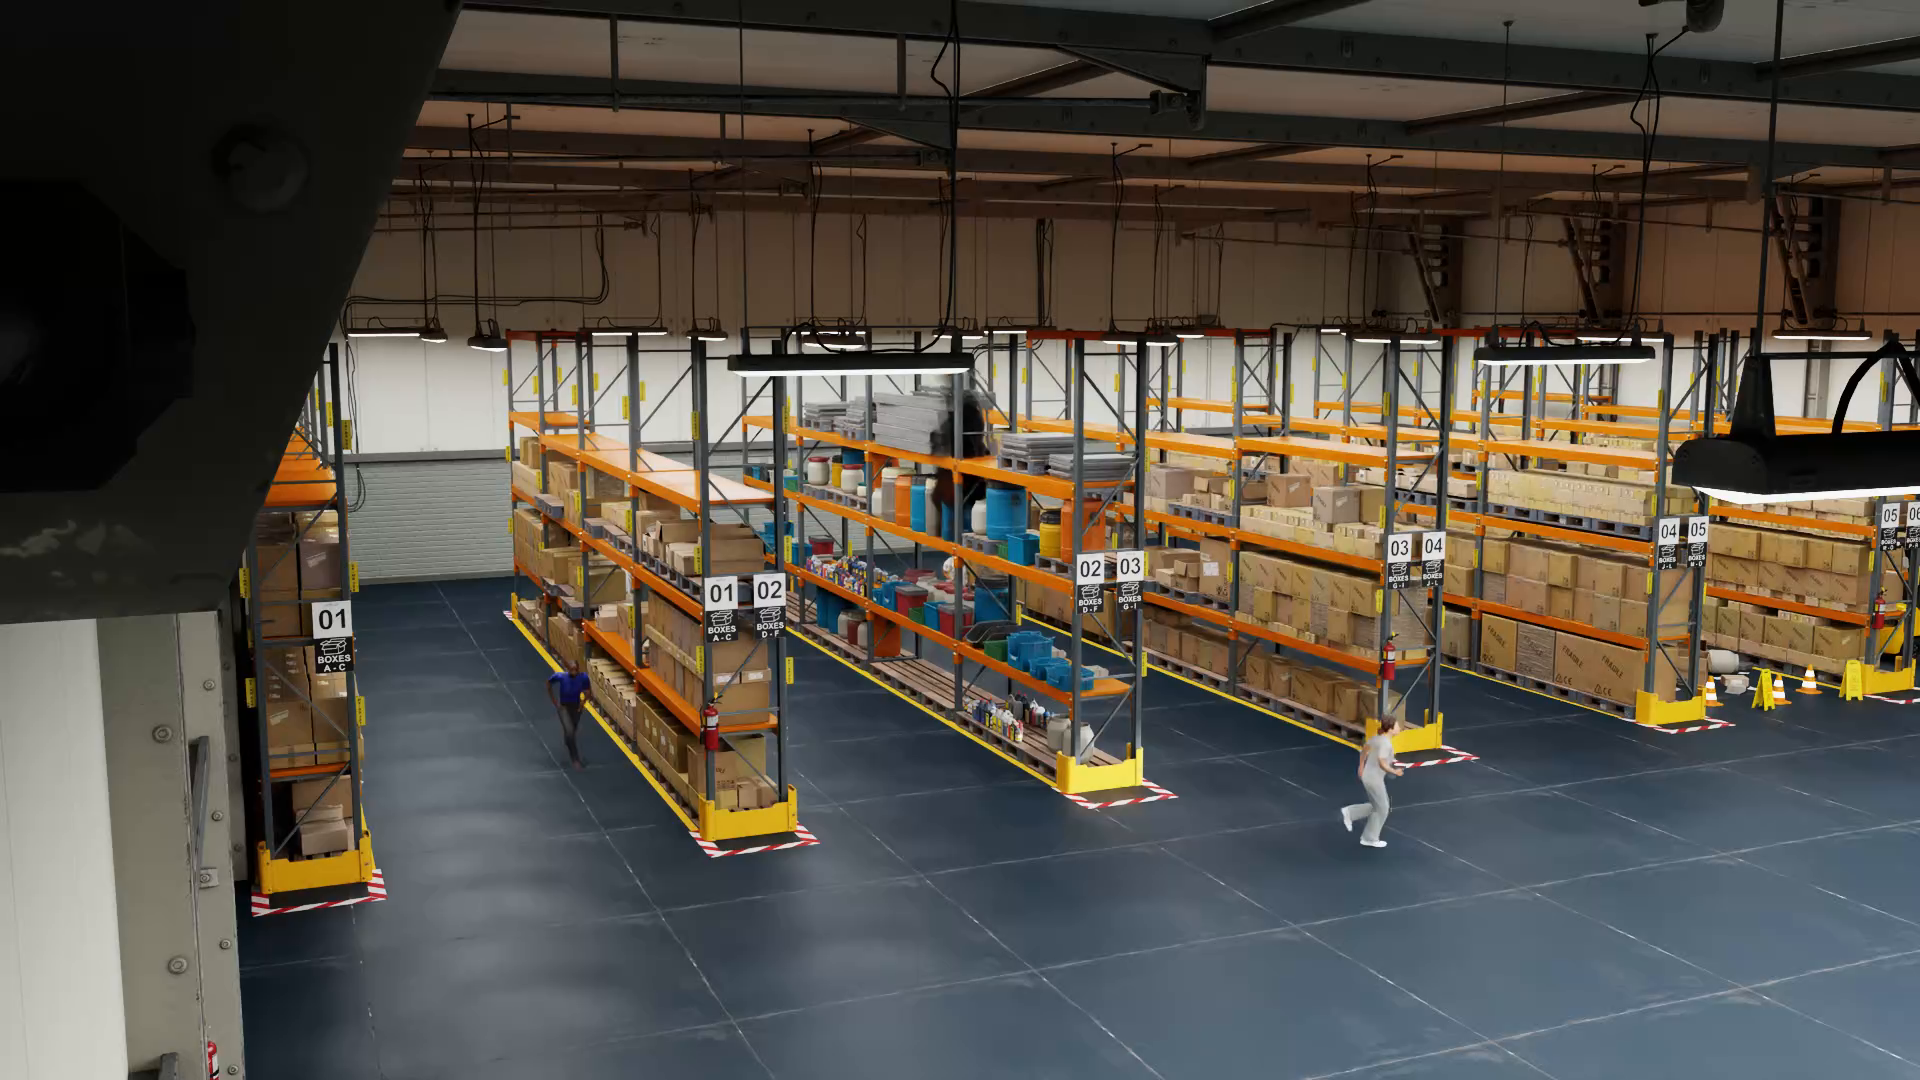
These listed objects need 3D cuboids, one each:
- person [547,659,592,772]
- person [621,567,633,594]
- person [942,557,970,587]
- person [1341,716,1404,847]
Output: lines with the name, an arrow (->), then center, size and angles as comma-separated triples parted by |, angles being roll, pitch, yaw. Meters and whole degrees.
person -> -5.503, 2.402, 23.410 | 0.612, 1.615, 0.965 | -3, 8, -21
person -> -7.007, 0.714, 34.957 | 0.660, 1.779, 0.673 | -5, 9, -33
person -> -0.080, 0.914, 33.979 | 0.595, 1.622, 0.561 | -5, 9, -31
person -> 4.907, 2.870, 19.750 | 0.713, 1.612, 0.549 | 1, 8, 9
